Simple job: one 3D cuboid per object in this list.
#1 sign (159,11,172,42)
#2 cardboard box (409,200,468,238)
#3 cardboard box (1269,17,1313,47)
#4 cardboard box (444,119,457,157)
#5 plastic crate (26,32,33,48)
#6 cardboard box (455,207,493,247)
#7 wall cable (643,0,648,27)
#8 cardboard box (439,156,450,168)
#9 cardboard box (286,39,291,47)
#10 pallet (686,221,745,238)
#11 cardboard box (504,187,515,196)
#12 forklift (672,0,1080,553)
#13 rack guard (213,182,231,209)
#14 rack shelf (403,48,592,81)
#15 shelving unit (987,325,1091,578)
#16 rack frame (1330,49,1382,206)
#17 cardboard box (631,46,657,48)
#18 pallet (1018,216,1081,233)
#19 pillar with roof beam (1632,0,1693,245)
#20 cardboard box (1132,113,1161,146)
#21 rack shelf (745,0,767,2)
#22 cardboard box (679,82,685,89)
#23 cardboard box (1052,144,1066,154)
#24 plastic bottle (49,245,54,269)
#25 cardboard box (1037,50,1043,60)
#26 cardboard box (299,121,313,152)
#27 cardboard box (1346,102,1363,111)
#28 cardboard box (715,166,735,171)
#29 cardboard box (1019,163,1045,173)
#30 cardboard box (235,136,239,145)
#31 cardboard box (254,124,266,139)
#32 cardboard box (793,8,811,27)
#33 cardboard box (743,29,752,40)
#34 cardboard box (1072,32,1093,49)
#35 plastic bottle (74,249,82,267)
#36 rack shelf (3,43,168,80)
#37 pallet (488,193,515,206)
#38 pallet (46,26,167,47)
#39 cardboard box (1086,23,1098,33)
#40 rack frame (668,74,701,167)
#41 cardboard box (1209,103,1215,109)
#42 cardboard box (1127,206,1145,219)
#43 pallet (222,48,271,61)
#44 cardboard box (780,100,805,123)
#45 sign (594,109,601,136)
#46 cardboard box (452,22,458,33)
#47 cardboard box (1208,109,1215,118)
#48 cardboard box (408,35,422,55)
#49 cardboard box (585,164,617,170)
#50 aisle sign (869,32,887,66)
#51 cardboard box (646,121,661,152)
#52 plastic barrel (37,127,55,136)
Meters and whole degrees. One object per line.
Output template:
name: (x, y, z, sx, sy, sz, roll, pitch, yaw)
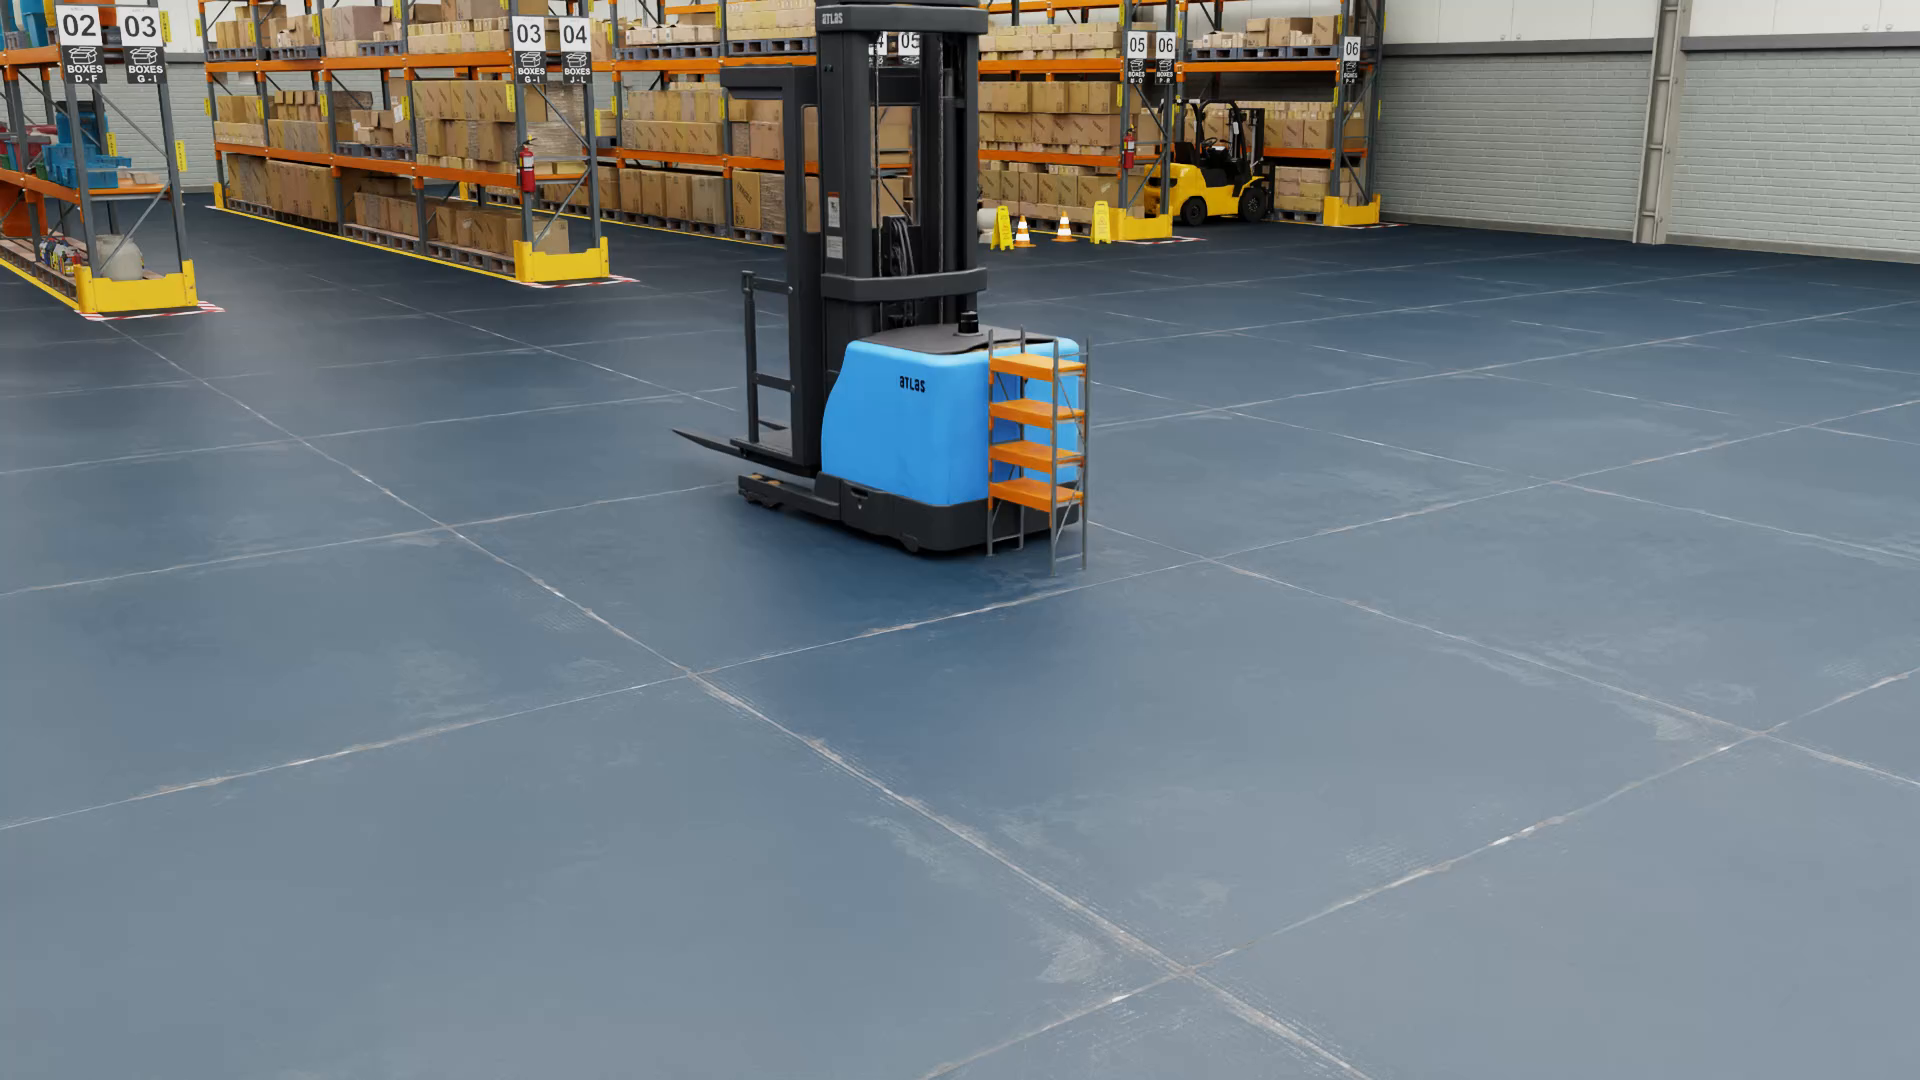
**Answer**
sign: (-8.613, -5.560, 18.011, 0.100, 0.325, 0.005, -11, 19, -35)
cardboard box: (-7.750, -4.789, 24.792, 0.700, 0.500, 0.500, -13, 20, -39)
cardboard box: (5.996, -9.140, 29.932, 0.700, 0.500, 0.500, -11, 19, -34)
cardboard box: (-6.550, -5.530, 22.848, 0.875, 0.500, 0.500, -11, 19, -35)
plastic crate: (-10.705, -5.844, 19.467, 0.336, 0.188, 0.450, -11, 19, -35)
cardboard box: (-6.860, -4.432, 23.526, 0.500, 0.500, 0.500, -5, 16, -17)
wall cable: (-7.133, -14.372, 44.468, 2.988, 3.039, 0.133, -11, 19, -35)
cardboard box: (-6.949, -5.218, 22.934, 0.380, 0.149, 0.250, -11, 19, -35)
cardboard box: (-11.355, -8.543, 28.606, 0.380, 0.149, 0.250, -12, 19, -37)
pallet: (-3.849, -5.204, 27.691, 1.003, 0.211, 1.213, -11, 19, -35)
cardboard box: (-9.153, -7.184, 34.246, 0.380, 0.149, 0.250, -11, 19, -35)
forklift: (-0.666, -1.672, 9.633, 1.130, 2.935, 3.031, -12, 20, -38)
rack guard: (-14.476, -7.010, 33.740, 1.175, 0.500, 0.348, -11, 19, -35)
rack shelf: (-6.230, -6.321, 22.168, 1.077, 0.370, 4.000, -11, 19, -35)
shelving unit: (0.397, -0.459, 8.481, 0.258, 1.200, 0.503, -12, 20, -38)
rack frame: (6.975, -7.103, 29.346, 1.000, 3.000, 0.127, -11, 19, -35)
cardboard box: (-5.807, -8.908, 30.071, 0.500, 0.500, 0.500, -11, 19, -35)
pallet: (1.755, -5.442, 28.561, 1.003, 0.211, 1.213, -11, 19, -35)
pillar with roof beam: (7.340, -8.336, 22.486, 9.100, 9.000, 0.400, -11, 19, -35)
cardboard box: (2.908, -6.668, 27.003, 0.500, 0.500, 0.500, -11, 19, -35)
rack shelf: (-2.918, -10.821, 33.686, 1.077, 0.370, 4.000, -11, 19, -35)
cardboard box: (-6.189, -10.355, 37.915, 0.380, 0.149, 0.250, -10, 18, -33)
cardboard box: (1.760, -6.520, 27.690, 0.380, 0.149, 0.250, -11, 19, -35)
plastic bottle: (-11.099, -3.462, 20.356, 0.061, 0.283, 0.133, -10, 18, -32)
cardboard box: (1.503, -8.077, 27.699, 0.380, 0.149, 0.250, -11, 19, -34)
cardboard box: (-10.845, -6.835, 28.177, 0.500, 0.500, 0.500, -12, 19, -36)
cardboard box: (6.950, -7.713, 29.591, 0.380, 0.149, 0.250, -11, 19, -36)
cardboard box: (-4.903, -8.203, 37.422, 0.875, 0.438, 0.875, -12, 19, -36)
cardboard box: (1.228, -6.366, 28.419, 0.380, 0.149, 0.250, -10, 18, -31)
cardboard box: (-13.614, -7.634, 31.761, 0.380, 0.149, 0.250, -11, 19, -36)
cardboard box: (-12.582, -7.481, 30.447, 0.500, 0.250, 0.500, -11, 19, -36)
cardboard box: (-2.084, -7.586, 24.165, 0.500, 0.250, 0.500, -11, 19, -35)
cardboard box: (-3.096, -7.733, 25.459, 0.380, 0.149, 0.250, -11, 19, -35)
cardboard box: (2.159, -8.027, 26.760, 0.500, 0.250, 0.500, -11, 19, -35)
plastic bottle: (-10.535, -3.326, 19.857, 0.061, 0.283, 0.133, -11, 19, -35)
rack shelf: (-10.236, -5.552, 19.359, 1.077, 0.370, 4.000, -11, 19, -35)
pallet: (-9.183, -7.158, 34.829, 1.003, 0.211, 1.213, -11, 19, -35)
pallet: (-9.468, -5.572, 18.429, 1.003, 0.211, 1.213, -11, 19, -35)
cardboard box: (2.239, -8.181, 26.568, 0.380, 0.149, 0.250, -11, 19, -35)
rack frame: (-6.446, -9.748, 39.012, 1.000, 3.000, 0.127, -11, 19, -35)
cardboard box: (4.954, -8.253, 31.565, 0.380, 0.149, 0.250, -11, 19, -36)
cardboard box: (2.711, -5.423, 27.622, 0.500, 0.250, 0.500, -11, 19, -35)
pallet: (-13.295, -9.197, 31.482, 1.003, 0.211, 1.213, -11, 19, -35)
cardboard box: (-2.204, -6.557, 25.022, 0.875, 0.550, 0.500, -11, 19, -35)
sign: (-4.615, -5.295, 21.102, 0.100, 0.325, 0.005, -11, 19, -35)
cardboard box: (-6.488, -6.775, 21.994, 0.380, 0.149, 0.250, -10, 18, -33)
cardboard box: (4.927, -8.103, 31.582, 0.380, 0.149, 0.250, -11, 19, -35)
cardboard box: (-7.348, -6.886, 23.157, 0.500, 0.250, 0.500, -12, 19, -37)
cardboard box: (-6.606, -6.820, 30.832, 0.500, 0.250, 0.500, -11, 19, -34)
aisle sign: (-1.184, -6.734, 23.074, 0.394, 0.787, 0.004, -11, 19, -35)
cardboard box: (-5.043, -6.945, 28.579, 0.500, 0.500, 0.500, -11, 19, -35)
plastic barrel: (-12.483, -5.432, 22.983, 0.433, 0.535, 0.433, 0, 15, 0)
